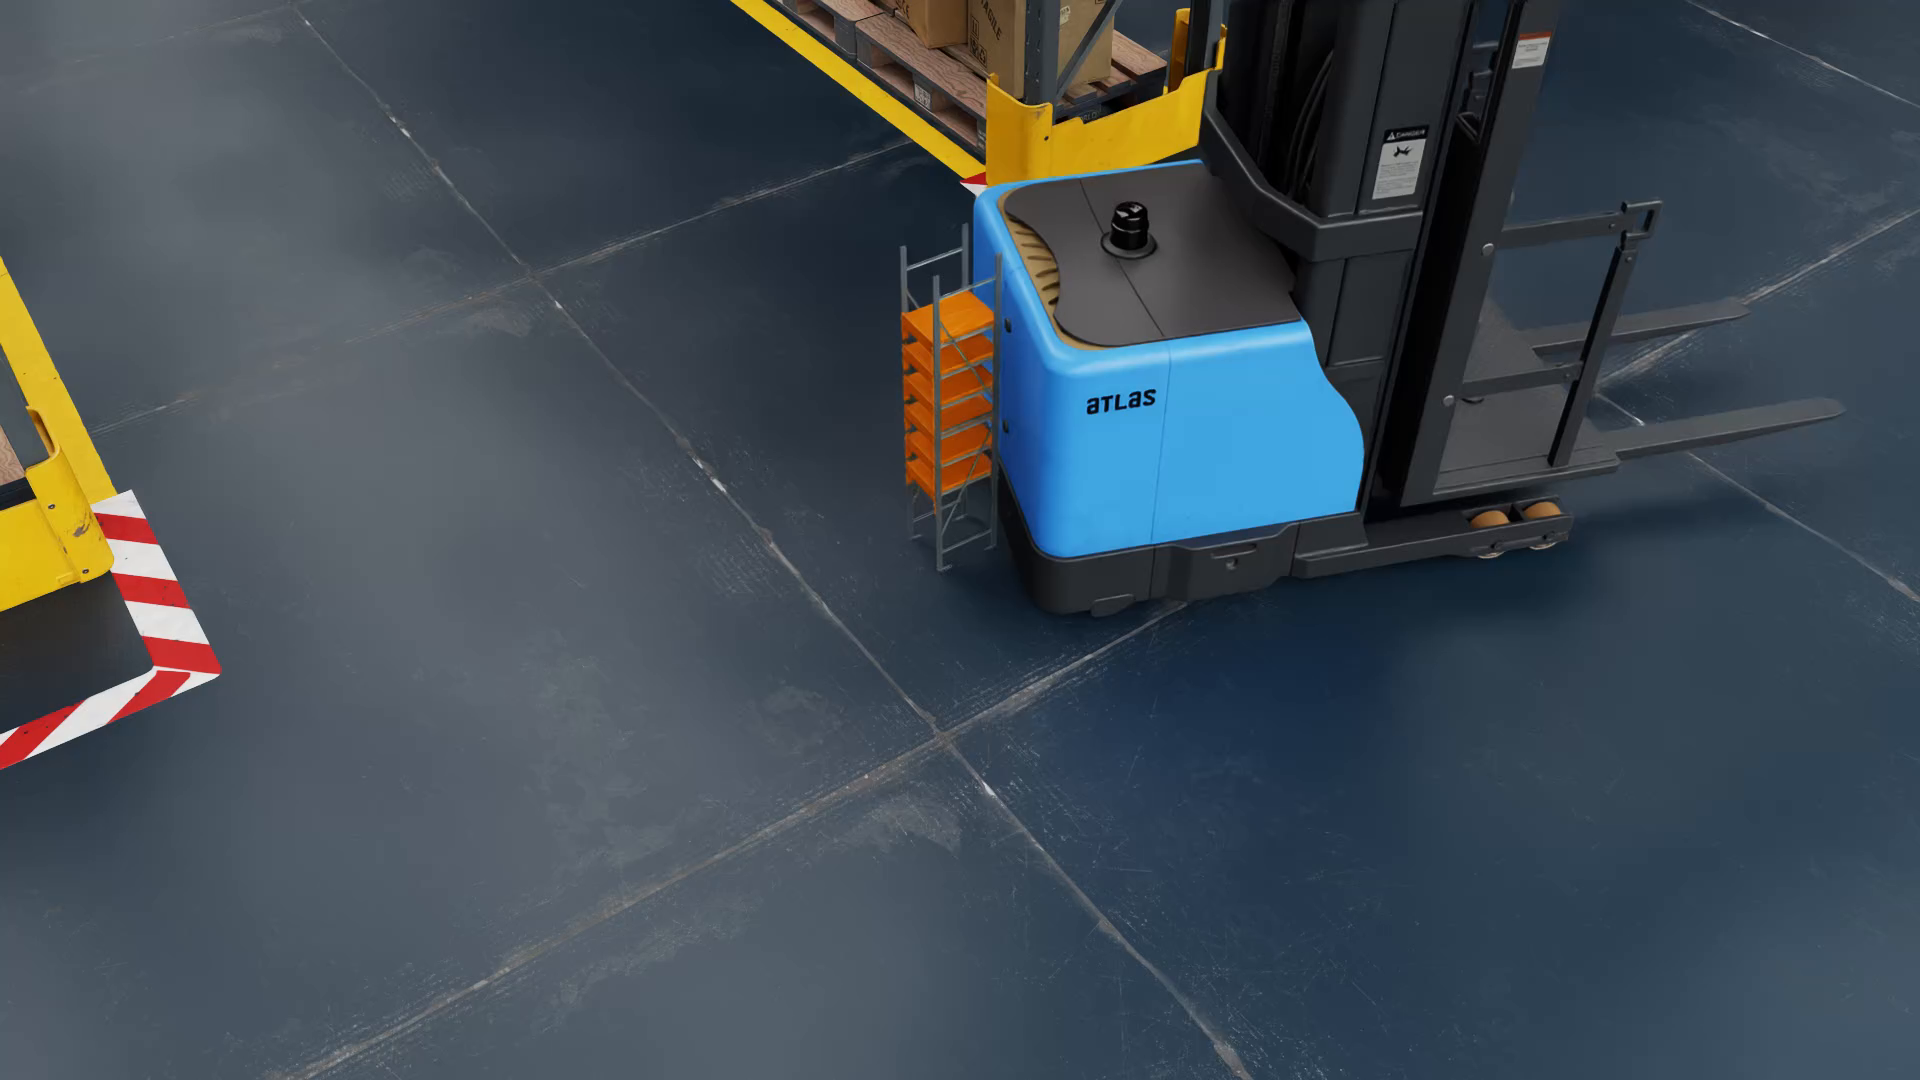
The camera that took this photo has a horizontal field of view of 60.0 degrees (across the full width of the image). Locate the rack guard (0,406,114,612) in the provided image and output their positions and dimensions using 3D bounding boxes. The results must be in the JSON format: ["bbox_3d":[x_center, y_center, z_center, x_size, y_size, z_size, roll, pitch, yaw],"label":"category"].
[{"bbox_3d":[-3.435,0.049,5.337,1.175,0.500,0.348,-26,49,-24],"label":"rack guard"}]

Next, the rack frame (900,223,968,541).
[{"bbox_3d":[-0.077,-0.476,5.380,0.240,1.200,0.006,-24,49,-23],"label":"rack frame"}]

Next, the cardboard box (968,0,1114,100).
[{"bbox_3d":[0.366,-2.395,7.593,0.500,0.500,0.500,-17,46,-17],"label":"cardboard box"}]

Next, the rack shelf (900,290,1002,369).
[{"bbox_3d":[-0.027,-0.651,5.106,0.258,0.103,0.180,-24,49,-23],"label":"rack shelf"}]

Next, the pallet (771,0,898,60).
[{"bbox_3d":[-0.464,-2.986,8.725,1.003,0.211,1.213,-26,49,-24],"label":"pallet"}]

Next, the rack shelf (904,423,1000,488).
[{"bbox_3d":[-0.027,-0.304,5.438,0.258,0.103,0.180,-24,49,-23],"label":"rack shelf"}]

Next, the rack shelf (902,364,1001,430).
[{"bbox_3d":[-0.027,-0.478,5.272,0.258,0.103,0.180,-24,49,-23],"label":"rack shelf"}]

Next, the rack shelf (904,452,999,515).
[{"bbox_3d":[-0.027,-0.217,5.521,0.258,0.103,0.180,-24,49,-23],"label":"rack shelf"}]

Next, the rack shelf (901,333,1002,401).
[{"bbox_3d":[-0.027,-0.565,5.189,0.258,0.103,0.180,-24,49,-23],"label":"rack shelf"}]

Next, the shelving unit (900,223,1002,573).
[{"bbox_3d":[-0.027,-0.423,5.324,0.258,1.200,0.189,-24,49,-23],"label":"shelving unit"}]

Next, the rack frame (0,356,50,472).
[{"bbox_3d":[-3.353,-0.831,4.448,1.000,3.000,0.127,-26,49,-24],"label":"rack frame"}]

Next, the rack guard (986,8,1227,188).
[{"bbox_3d":[0.666,-1.926,7.406,1.175,0.500,0.348,-26,49,-24],"label":"rack guard"}]

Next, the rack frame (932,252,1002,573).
[{"bbox_3d":[0.023,-0.370,5.269,0.240,1.200,0.006,-24,49,-23],"label":"rack frame"}]

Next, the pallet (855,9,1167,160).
[{"bbox_3d":[0.230,-2.296,8.002,1.003,0.211,1.213,-26,49,-24],"label":"pallet"}]

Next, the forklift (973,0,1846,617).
[{"bbox_3d":[1.604,-1.345,5.036,3.031,2.935,1.130,-9,44,-10],"label":"forklift"}]

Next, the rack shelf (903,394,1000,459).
[{"bbox_3d":[-0.027,-0.391,5.355,0.258,0.103,0.180,-24,49,-23],"label":"rack shelf"}]

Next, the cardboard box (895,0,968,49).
[{"bbox_3d":[-0.004,-2.720,7.933,0.500,0.500,0.500,-14,45,-14],"label":"cardboard box"}]

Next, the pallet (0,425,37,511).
[{"bbox_3d":[-3.896,-0.309,5.920,1.003,0.211,1.213,-26,49,-24],"label":"pallet"}]

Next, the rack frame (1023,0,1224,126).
[{"bbox_3d":[0.709,-2.787,6.497,1.000,3.000,0.127,-26,49,-24],"label":"rack frame"}]
